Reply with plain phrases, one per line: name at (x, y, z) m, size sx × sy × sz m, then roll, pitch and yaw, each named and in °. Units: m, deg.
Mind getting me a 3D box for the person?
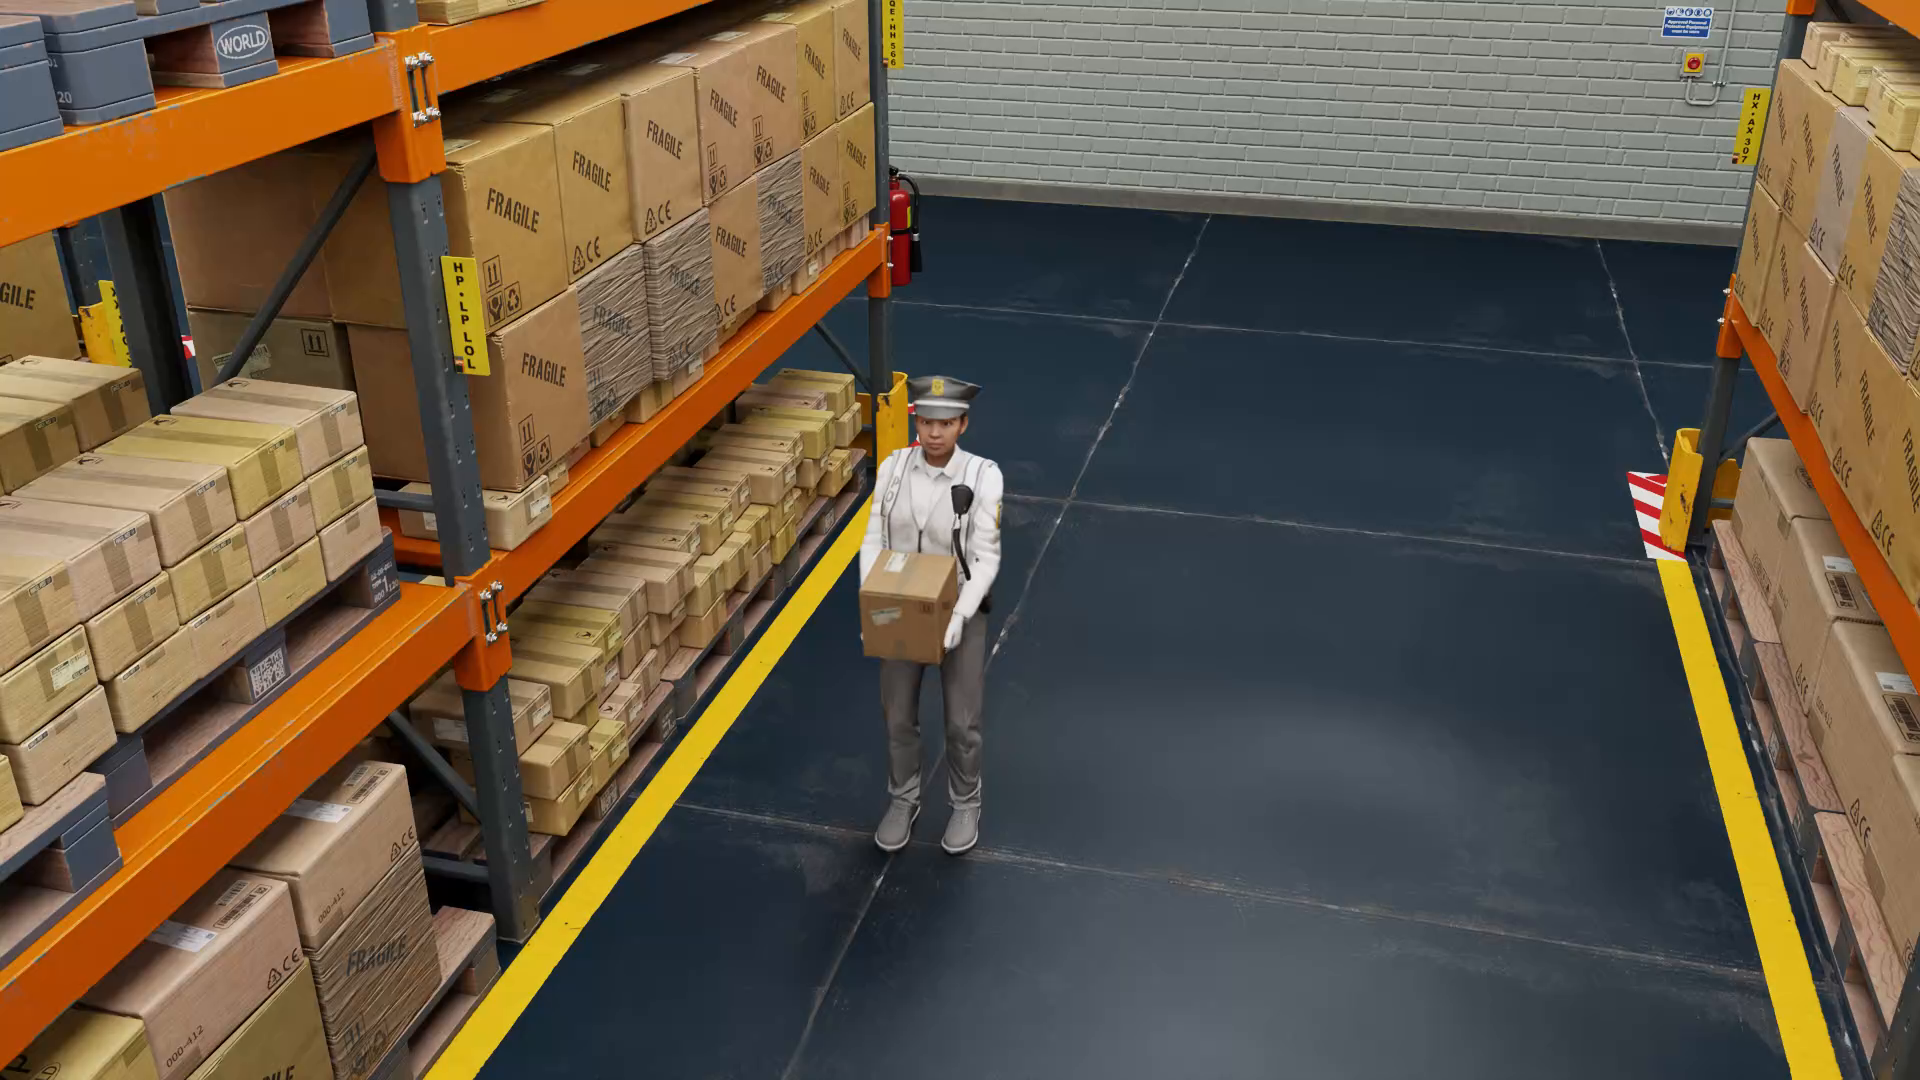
person at (-0.104, 0.273, 5.502) m, size 0.469 × 1.690 × 0.550 m, roll 6°, pitch 26°, yaw 13°
